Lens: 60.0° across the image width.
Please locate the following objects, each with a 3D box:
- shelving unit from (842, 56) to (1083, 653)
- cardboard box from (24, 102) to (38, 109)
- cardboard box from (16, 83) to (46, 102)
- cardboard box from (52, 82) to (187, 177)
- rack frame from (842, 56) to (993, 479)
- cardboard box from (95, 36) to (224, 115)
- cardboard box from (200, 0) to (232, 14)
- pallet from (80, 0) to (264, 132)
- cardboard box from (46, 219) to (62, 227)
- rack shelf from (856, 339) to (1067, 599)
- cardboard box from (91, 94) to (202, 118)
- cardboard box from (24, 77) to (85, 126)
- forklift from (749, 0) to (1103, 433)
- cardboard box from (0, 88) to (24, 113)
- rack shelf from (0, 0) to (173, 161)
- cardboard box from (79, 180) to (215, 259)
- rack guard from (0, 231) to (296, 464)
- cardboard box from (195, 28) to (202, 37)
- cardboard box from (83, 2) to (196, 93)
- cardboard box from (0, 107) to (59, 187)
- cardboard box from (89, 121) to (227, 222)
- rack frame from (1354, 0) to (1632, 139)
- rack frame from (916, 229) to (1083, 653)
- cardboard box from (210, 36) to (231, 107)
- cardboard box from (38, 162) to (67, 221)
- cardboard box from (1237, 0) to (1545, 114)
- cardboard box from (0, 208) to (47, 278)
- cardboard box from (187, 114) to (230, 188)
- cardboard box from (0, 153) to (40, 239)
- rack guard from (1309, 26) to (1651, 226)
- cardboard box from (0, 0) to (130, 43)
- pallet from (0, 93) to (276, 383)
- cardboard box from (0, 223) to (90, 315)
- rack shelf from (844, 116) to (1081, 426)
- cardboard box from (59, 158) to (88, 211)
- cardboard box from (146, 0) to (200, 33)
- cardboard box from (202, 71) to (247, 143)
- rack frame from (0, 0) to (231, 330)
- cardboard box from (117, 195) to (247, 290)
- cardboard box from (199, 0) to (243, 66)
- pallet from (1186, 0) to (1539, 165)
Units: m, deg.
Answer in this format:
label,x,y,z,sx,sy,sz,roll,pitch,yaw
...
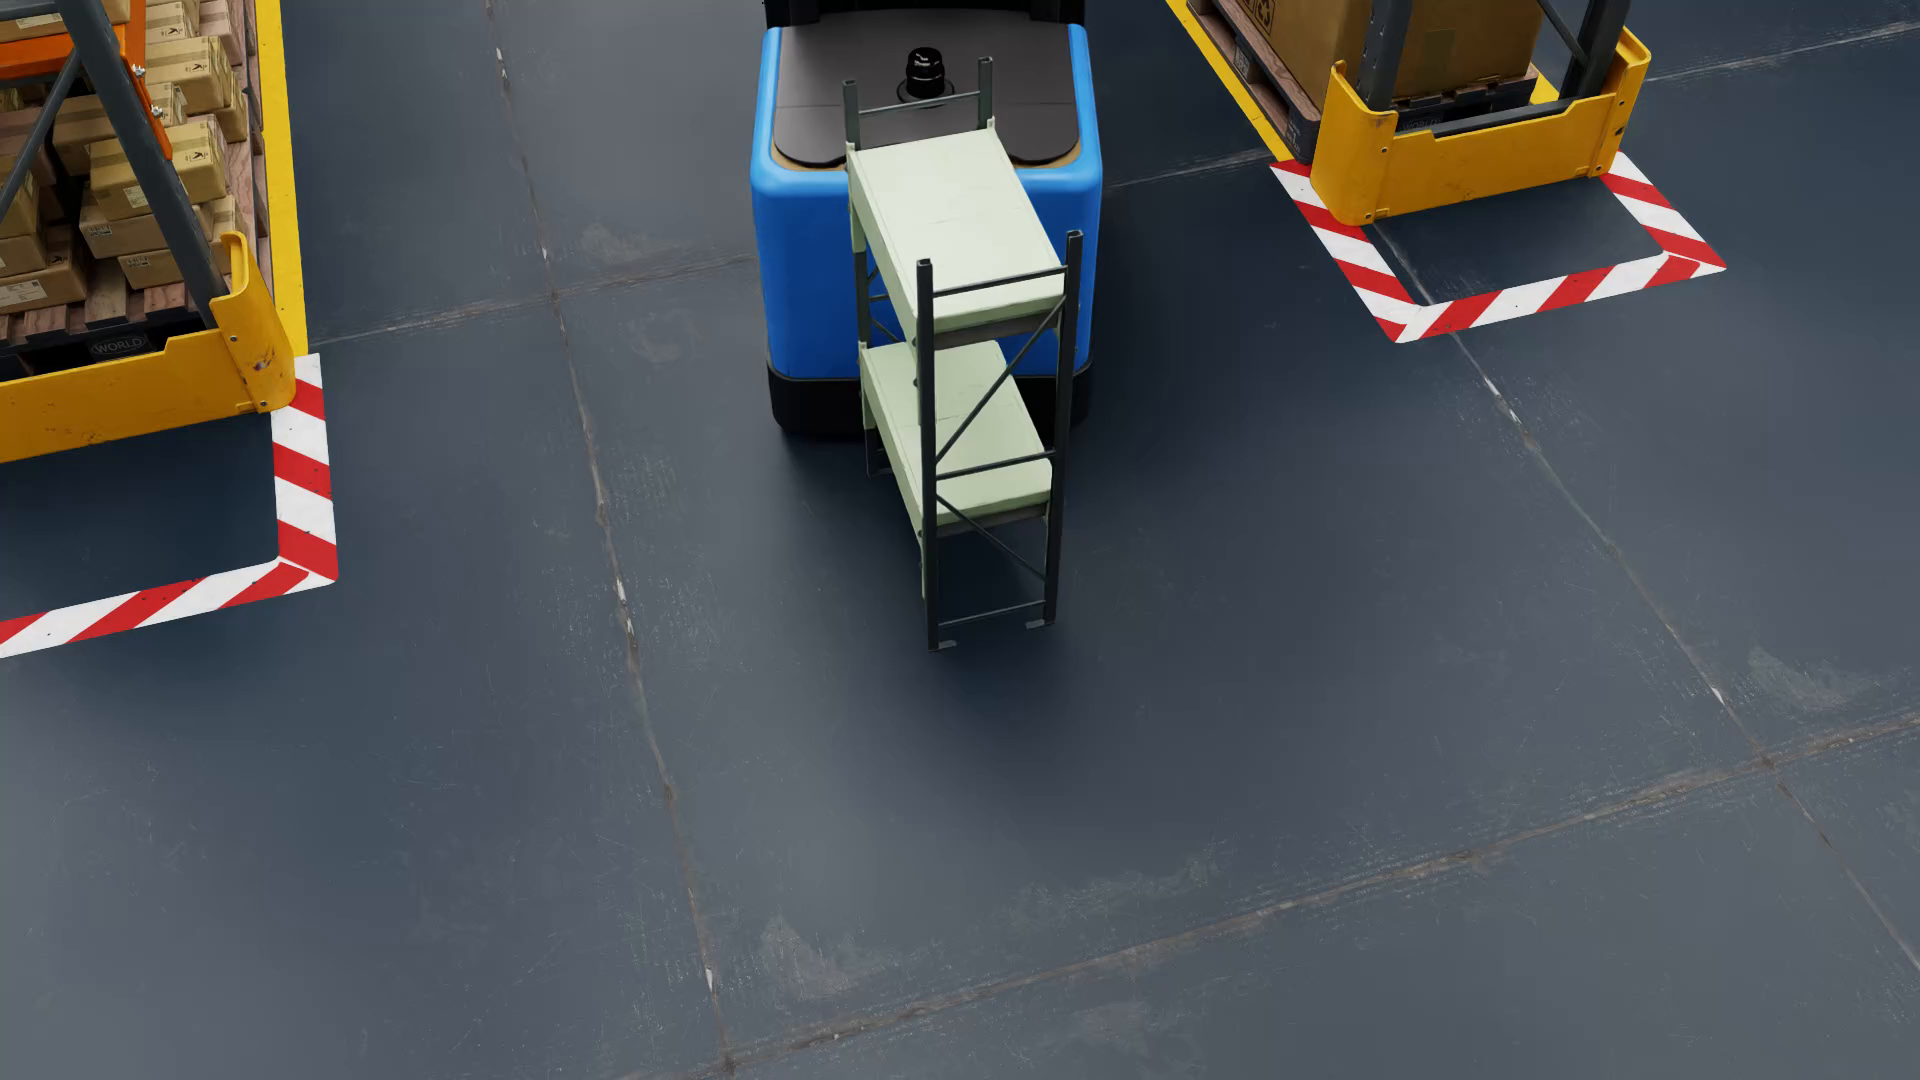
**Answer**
label,x,y,z,sx,sy,sz,roll,pitch,yaw
shelving unit,-0.007,-0.465,4.661,0.431,1.500,0.755,-12,51,-10
cardboard box,-3.418,-1.371,5.840,0.380,0.149,0.250,-15,52,-12
cardboard box,-3.466,-1.657,5.886,0.380,0.149,0.250,-15,52,-12
cardboard box,-2.860,-1.401,5.670,0.380,0.149,0.250,-12,51,-10
rack frame,-0.108,-0.734,4.888,0.400,1.500,0.023,-12,51,-10
cardboard box,-2.813,-1.614,5.849,0.380,0.149,0.250,-13,51,-11
cardboard box,-3.153,-2.157,6.697,0.380,0.149,0.250,-13,51,-11
pallet,-3.420,-2.006,6.803,1.003,0.211,1.213,-13,51,-11
cardboard box,-3.361,-1.078,5.787,0.380,0.149,0.250,-12,51,-10
rack shelf,-0.007,-0.255,4.910,0.431,0.370,0.720,-12,51,-10
cardboard box,-2.927,-1.484,5.934,0.380,0.149,0.250,-13,51,-11
cardboard box,-3.399,-1.591,6.025,0.380,0.149,0.250,-14,51,-11
forklift,-0.124,-2.412,5.366,1.130,2.935,3.031,-1,50,-1
cardboard box,-3.450,-1.453,5.714,0.380,0.149,0.250,-14,51,-12
rack shelf,-3.425,-2.588,5.940,1.077,0.370,4.000,-13,51,-11
cardboard box,-2.743,-1.112,5.621,0.380,0.149,0.250,-11,51,-9
rack guard,-2.856,-0.609,5.436,1.175,0.500,0.348,-13,51,-11
cardboard box,-3.069,-1.868,6.258,0.380,0.149,0.250,-16,52,-13
cardboard box,-2.965,-1.776,5.986,0.380,0.149,0.250,-16,52,-13
cardboard box,-3.252,-1.293,5.579,0.380,0.149,0.250,-12,51,-10
cardboard box,-2.664,-1.227,5.523,0.380,0.149,0.250,-15,52,-13
rack frame,1.934,-2.407,5.317,1.000,3.000,0.127,-13,51,-11
rack frame,0.094,-0.196,4.434,0.400,1.500,0.023,-12,51,-10
cardboard box,-2.899,-1.695,6.113,0.380,0.149,0.250,-12,51,-10
cardboard box,-3.288,-1.195,5.691,0.380,0.149,0.250,-14,51,-12
cardboard box,1.669,-2.306,6.347,0.875,0.875,0.875,-13,51,-11
cardboard box,-3.262,-0.992,5.520,0.380,0.149,0.250,-15,51,-12
cardboard box,-2.770,-1.325,5.800,0.380,0.149,0.250,-14,51,-11
cardboard box,-3.232,-1.096,5.413,0.380,0.149,0.250,-13,51,-11
rack guard,1.942,-1.583,6.258,1.175,0.500,0.348,-13,51,-11
cardboard box,-2.616,-1.589,4.792,0.380,0.149,0.250,-14,51,-11
pallet,-3.062,-1.117,6.054,1.003,0.211,1.213,-13,51,-11
cardboard box,-3.188,-0.913,5.647,0.380,0.149,0.250,-13,51,-10
rack shelf,-0.007,-0.716,4.362,0.431,0.370,0.720,-12,51,-10
cardboard box,-3.357,-1.290,5.966,0.380,0.149,0.250,-14,51,-11
cardboard box,-3.038,-1.981,6.159,0.380,0.149,0.250,-12,51,-10
cardboard box,-2.889,-1.594,6.222,0.380,0.149,0.250,-13,51,-11
rack frame,-2.834,-1.359,4.434,1.000,3.000,0.127,-13,51,-11
cardboard box,-2.683,-1.030,5.747,0.380,0.149,0.250,-12,51,-10
cardboard box,-3.046,-1.961,6.531,0.380,0.149,0.250,-16,52,-13
pallet,1.623,-2.074,6.860,1.003,0.211,1.213,-13,51,-11
